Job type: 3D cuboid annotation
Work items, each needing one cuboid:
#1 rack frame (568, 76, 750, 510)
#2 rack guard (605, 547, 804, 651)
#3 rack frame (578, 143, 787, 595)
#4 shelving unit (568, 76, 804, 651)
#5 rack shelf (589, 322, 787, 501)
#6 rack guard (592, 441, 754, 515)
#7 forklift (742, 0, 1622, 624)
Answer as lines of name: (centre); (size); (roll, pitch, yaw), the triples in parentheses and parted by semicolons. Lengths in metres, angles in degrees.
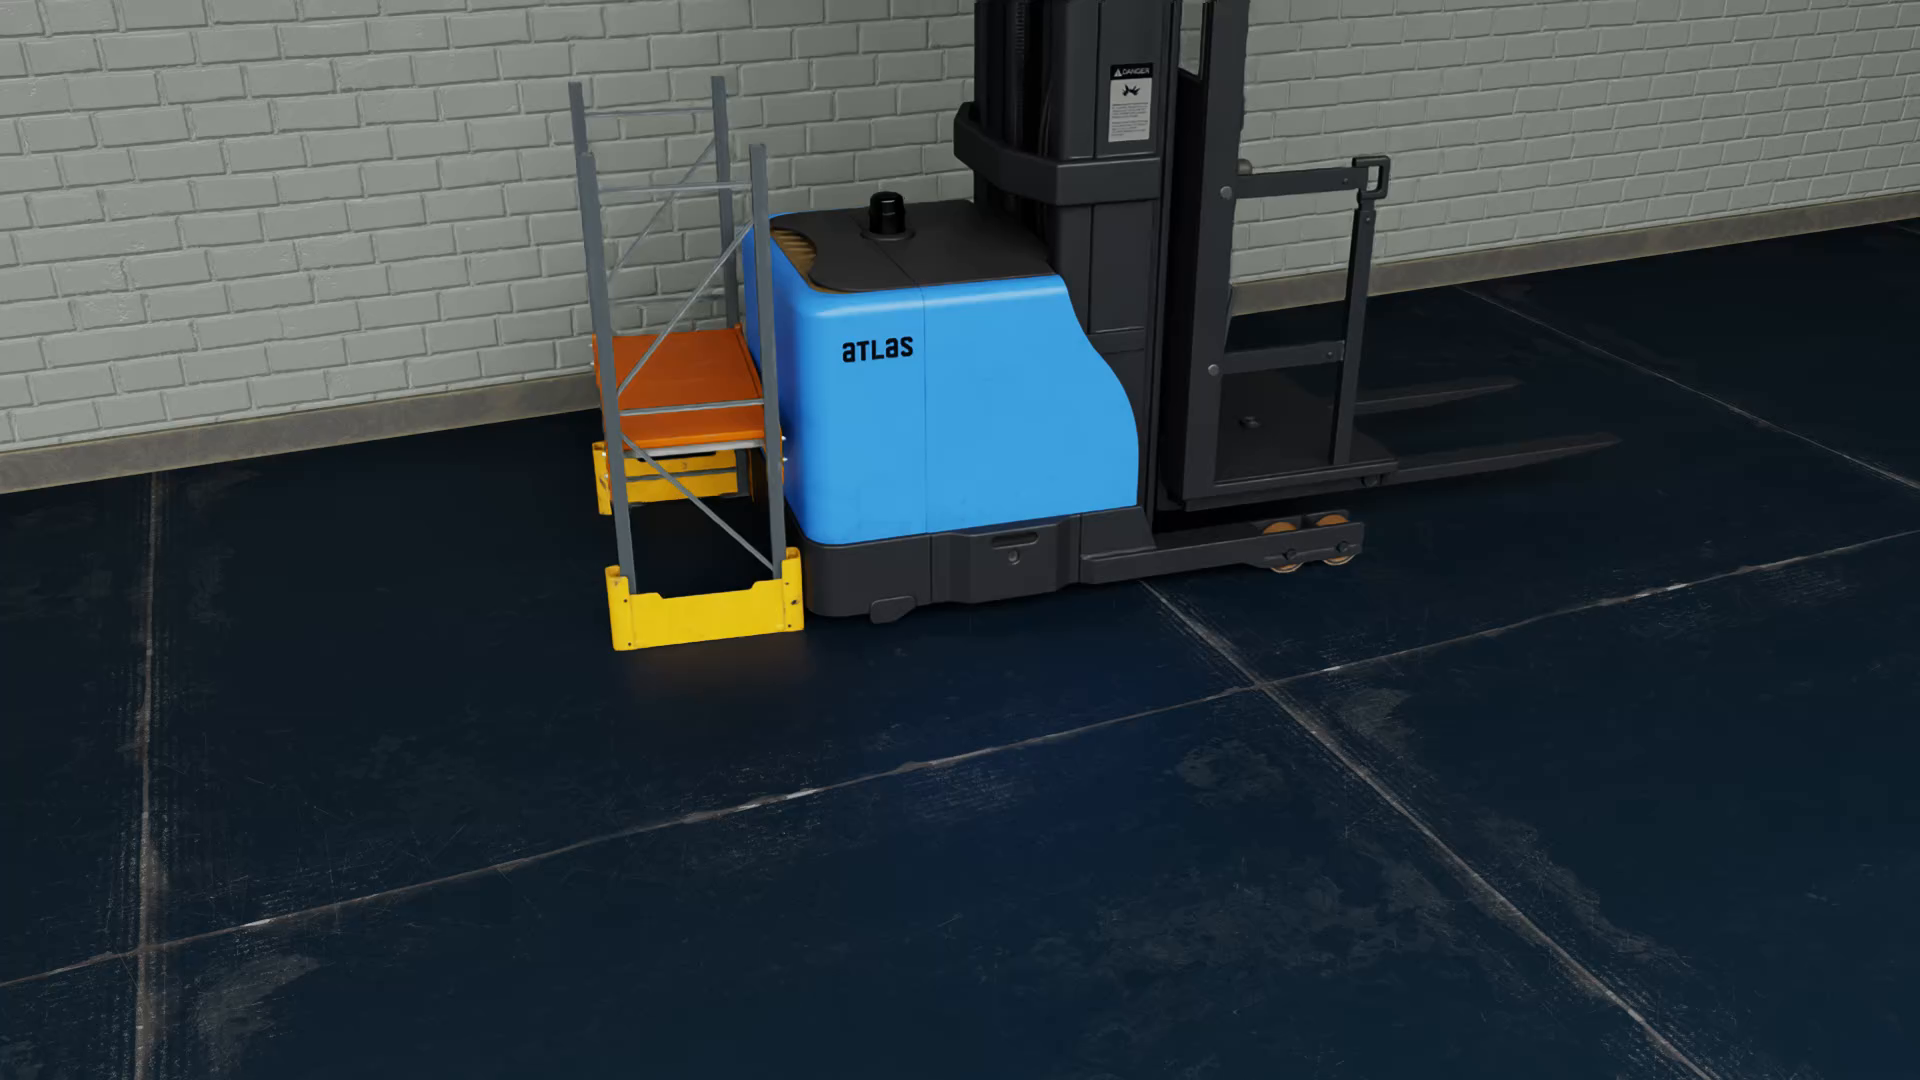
rack frame: (-1.013, -0.815, 5.711); (0.500, 1.500, 0.032); (-6, 27, -12)
rack guard: (-0.777, 0.180, 5.097); (0.587, 0.250, 0.087); (-6, 27, -12)
rack frame: (-0.776, -0.382, 4.822); (0.500, 1.500, 0.032); (-6, 27, -12)
shelving unit: (-0.893, -0.595, 5.258); (0.587, 1.500, 1.083); (-6, 27, -12)
rack shelf: (-0.895, -0.437, 5.345); (0.538, 0.185, 1.000); (-6, 27, -12)
rack guard: (-1.009, -0.245, 5.968); (0.587, 0.250, 0.087); (-6, 27, -12)
forklift: (0.840, -1.420, 5.317); (3.031, 2.935, 1.130); (-8, 27, -15)
